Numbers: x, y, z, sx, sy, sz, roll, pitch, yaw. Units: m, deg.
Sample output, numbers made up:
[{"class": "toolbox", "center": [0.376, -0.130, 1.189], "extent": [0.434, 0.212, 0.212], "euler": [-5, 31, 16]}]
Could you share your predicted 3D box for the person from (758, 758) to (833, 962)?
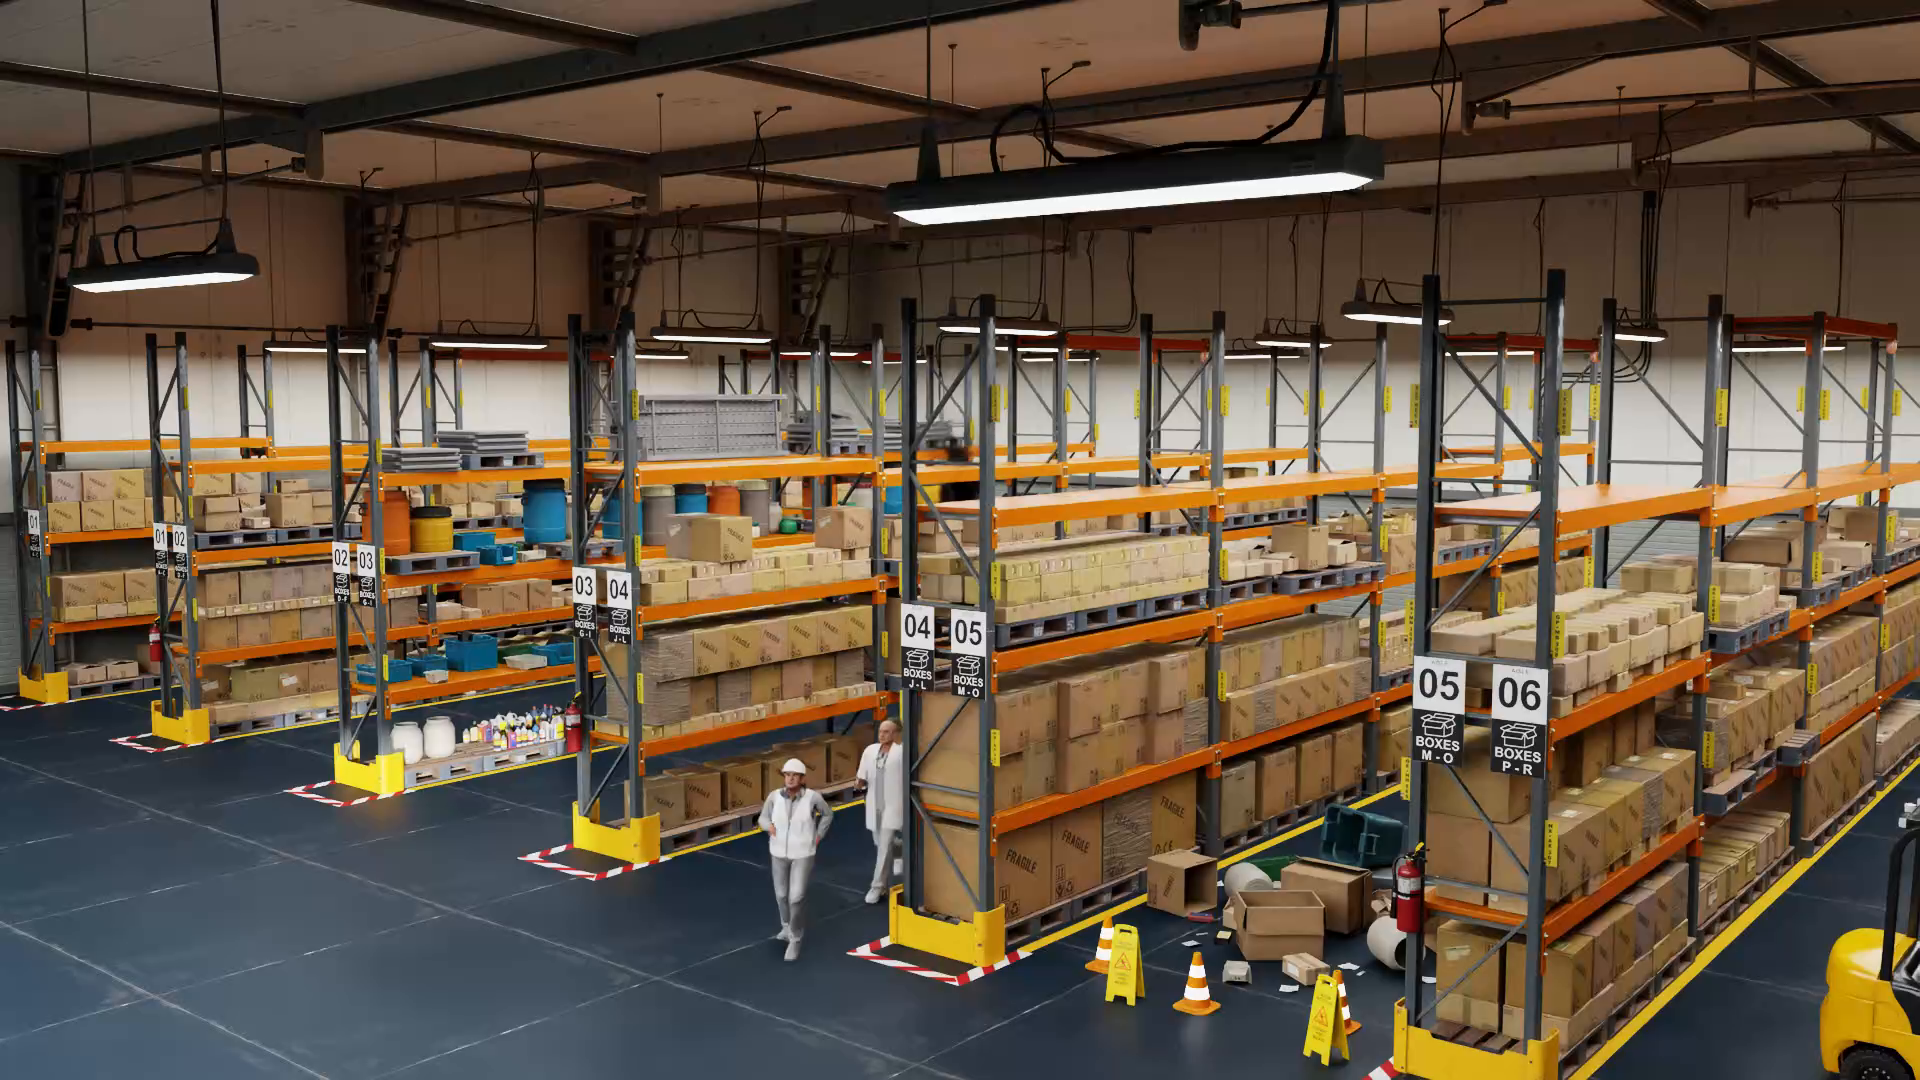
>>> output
[{"class": "person", "center": [-1.538, 2.918, 15.294], "extent": [0.655, 1.838, 0.686], "euler": [1, 5, 14]}]

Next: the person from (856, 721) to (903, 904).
[{"class": "person", "center": [-0.744, 2.830, 17.092], "extent": [0.712, 1.582, 1.037], "euler": [2, 6, 25]}]
